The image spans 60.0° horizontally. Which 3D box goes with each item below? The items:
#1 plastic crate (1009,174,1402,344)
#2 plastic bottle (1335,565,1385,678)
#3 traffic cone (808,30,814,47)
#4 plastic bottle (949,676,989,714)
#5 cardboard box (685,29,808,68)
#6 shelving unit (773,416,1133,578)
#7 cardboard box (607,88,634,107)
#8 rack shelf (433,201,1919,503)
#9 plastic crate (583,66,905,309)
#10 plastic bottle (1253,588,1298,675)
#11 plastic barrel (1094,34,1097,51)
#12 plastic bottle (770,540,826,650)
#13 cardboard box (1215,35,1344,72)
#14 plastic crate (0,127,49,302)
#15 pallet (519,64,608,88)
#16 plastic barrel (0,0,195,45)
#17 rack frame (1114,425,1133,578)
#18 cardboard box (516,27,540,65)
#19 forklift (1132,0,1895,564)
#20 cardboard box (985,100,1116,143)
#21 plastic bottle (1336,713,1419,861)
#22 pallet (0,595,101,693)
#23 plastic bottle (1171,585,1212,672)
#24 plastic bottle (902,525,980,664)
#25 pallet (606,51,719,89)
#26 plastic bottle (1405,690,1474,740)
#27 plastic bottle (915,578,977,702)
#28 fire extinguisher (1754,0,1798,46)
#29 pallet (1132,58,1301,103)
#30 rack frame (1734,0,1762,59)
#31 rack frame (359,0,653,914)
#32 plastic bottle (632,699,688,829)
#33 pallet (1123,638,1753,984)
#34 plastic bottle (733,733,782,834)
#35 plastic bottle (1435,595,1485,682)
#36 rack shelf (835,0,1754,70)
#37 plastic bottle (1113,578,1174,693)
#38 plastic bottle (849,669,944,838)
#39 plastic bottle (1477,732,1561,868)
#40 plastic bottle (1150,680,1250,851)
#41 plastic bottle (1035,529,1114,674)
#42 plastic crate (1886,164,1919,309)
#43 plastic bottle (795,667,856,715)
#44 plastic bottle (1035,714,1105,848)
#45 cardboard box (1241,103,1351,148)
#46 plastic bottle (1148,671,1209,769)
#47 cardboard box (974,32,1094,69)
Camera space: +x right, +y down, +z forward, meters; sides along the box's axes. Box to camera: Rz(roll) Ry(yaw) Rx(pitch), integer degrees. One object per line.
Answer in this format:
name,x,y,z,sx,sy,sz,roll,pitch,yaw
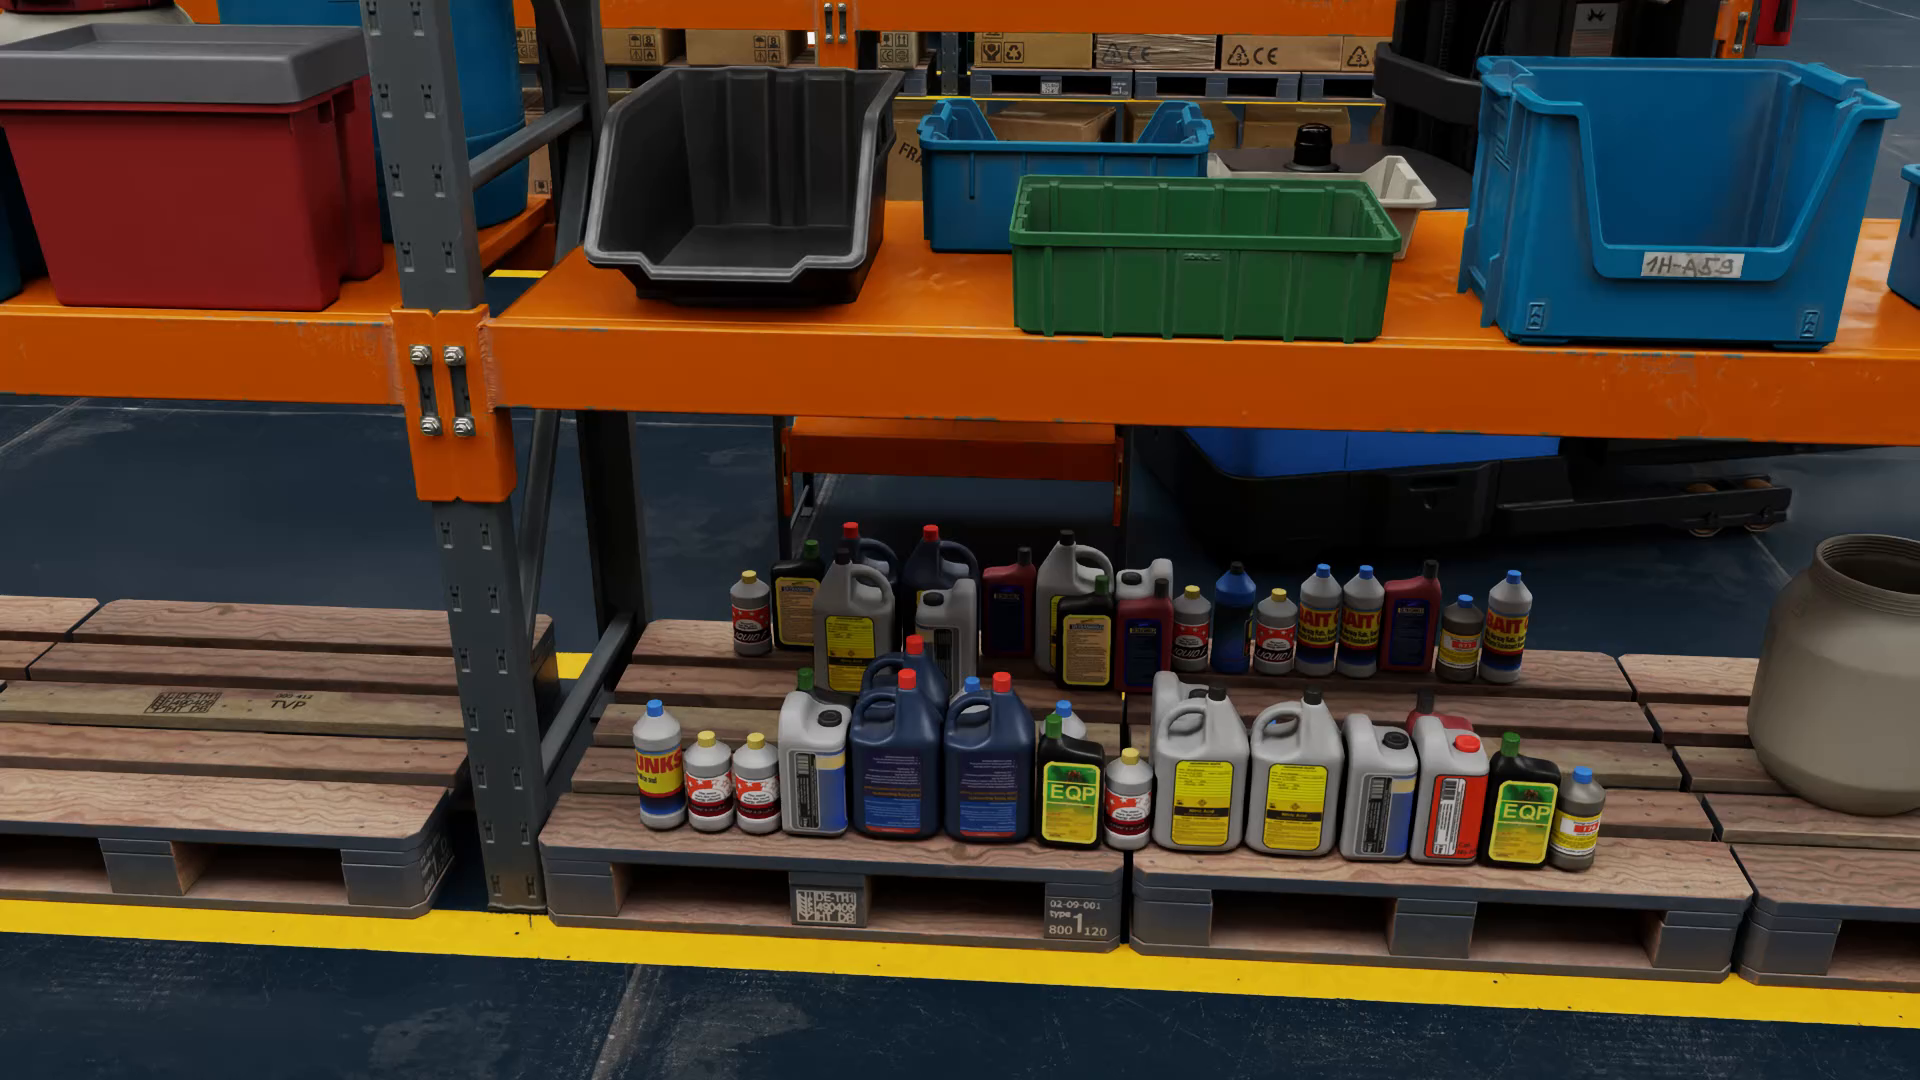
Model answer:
plastic crate,0.430,-0.522,3.050,0.662,0.188,0.450,2,25,4
plastic bottle,0.961,0.189,3.988,0.097,0.271,0.097,0,25,0
traffic cone,-1.263,-4.428,14.319,0.334,0.463,0.336,2,25,4
plastic bottle,0.025,0.413,3.501,0.097,0.271,0.097,0,25,0
cardboard box,-1.629,-4.092,12.742,0.750,0.750,1.050,2,25,4
shelving unit,-0.007,-0.511,5.015,1.048,1.125,0.538,2,25,4
cardboard box,-1.607,-1.960,8.385,0.500,0.500,0.700,2,25,4
rack shelf,1.093,-0.389,3.367,4.000,0.370,1.077,2,25,4
plastic crate,-0.389,-0.682,3.217,0.504,0.338,0.767,2,25,4
plastic bottle,0.763,0.215,4.017,0.097,0.201,0.097,0,25,0
plastic barrel,1.207,-4.341,14.177,0.421,0.421,0.512,22,33,39
plastic bottle,-0.396,0.132,4.097,0.133,0.283,0.061,3,25,7
cardboard box,2.388,-4.027,12.453,0.875,0.875,0.875,1,25,3
plastic crate,-2.025,-0.678,3.154,0.575,0.384,0.392,2,25,4
pallet,-3.250,-3.713,13.066,1.213,0.211,1.003,2,25,4
plastic barrel,-1.839,-0.963,3.593,0.433,0.535,0.433,0,25,0
rack frame,0.500,-0.495,4.980,0.032,1.125,0.500,2,25,4
cardboard box,-3.430,-4.148,12.865,0.750,0.750,1.050,2,25,3
forklift,2.168,-1.553,5.118,3.031,2.935,1.130,-5,25,-10
cardboard box,0.445,-1.855,8.180,0.500,0.500,0.500,10,27,21
plastic bottle,0.835,0.486,3.338,0.135,0.276,0.152,1,25,3
pallet,-2.907,0.440,4.041,1.213,0.211,1.003,2,25,4
plastic bottle,0.558,0.208,4.031,0.097,0.201,0.097,0,25,0
plastic bottle,-0.046,0.131,4.021,0.185,0.351,0.144,1,25,1
pallet,-2.037,-3.672,12.978,1.213,0.211,1.003,2,25,4
plastic bottle,0.981,0.443,3.423,0.133,0.283,0.061,2,25,4
plastic bottle,-0.032,0.227,3.900,0.135,0.276,0.152,2,25,4
fire extinguisher,3.545,-2.485,7.155,0.183,0.674,0.296,2,25,4
pallet,1.930,-3.546,12.704,1.213,0.211,1.003,2,25,4
rack frame,3.466,-2.716,7.564,0.127,3.000,1.000,2,25,4
rack frame,-0.901,-0.780,3.356,0.127,3.000,1.000,2,25,4
plastic bottle,-0.617,0.453,3.415,0.097,0.271,0.097,0,25,0
pallet,0.985,0.564,3.772,1.213,0.211,1.003,2,25,4
plastic bottle,-0.414,0.491,3.415,0.097,0.201,0.097,0,25,0
plastic bottle,1.200,0.229,3.986,0.097,0.201,0.097,0,25,0
rack shelf,1.472,-2.453,7.853,4.000,0.370,1.077,2,25,4
plastic bottle,0.430,0.223,3.901,0.133,0.283,0.061,2,25,4
plastic bottle,-0.128,0.423,3.386,0.185,0.351,0.144,3,25,5
plastic bottle,1.104,0.510,3.276,0.133,0.283,0.061,2,25,5
plastic bottle,0.484,0.442,3.343,0.185,0.351,0.144,2,25,4
plastic bottle,0.276,0.141,3.998,0.185,0.351,0.144,2,25,4
plastic crate,1.918,-0.499,2.923,0.408,0.251,0.499,2,25,4
plastic bottle,-0.285,0.402,3.511,0.133,0.283,0.061,2,25,4
plastic bottle,0.221,0.482,3.337,0.133,0.283,0.061,3,25,6
cardboard box,1.623,-1.831,8.129,0.500,0.500,0.500,4,25,9
plastic bottle,0.470,0.414,3.494,0.135,0.276,0.152,2,25,4
cardboard box,0.580,-4.084,12.577,0.875,0.875,0.875,2,25,5
